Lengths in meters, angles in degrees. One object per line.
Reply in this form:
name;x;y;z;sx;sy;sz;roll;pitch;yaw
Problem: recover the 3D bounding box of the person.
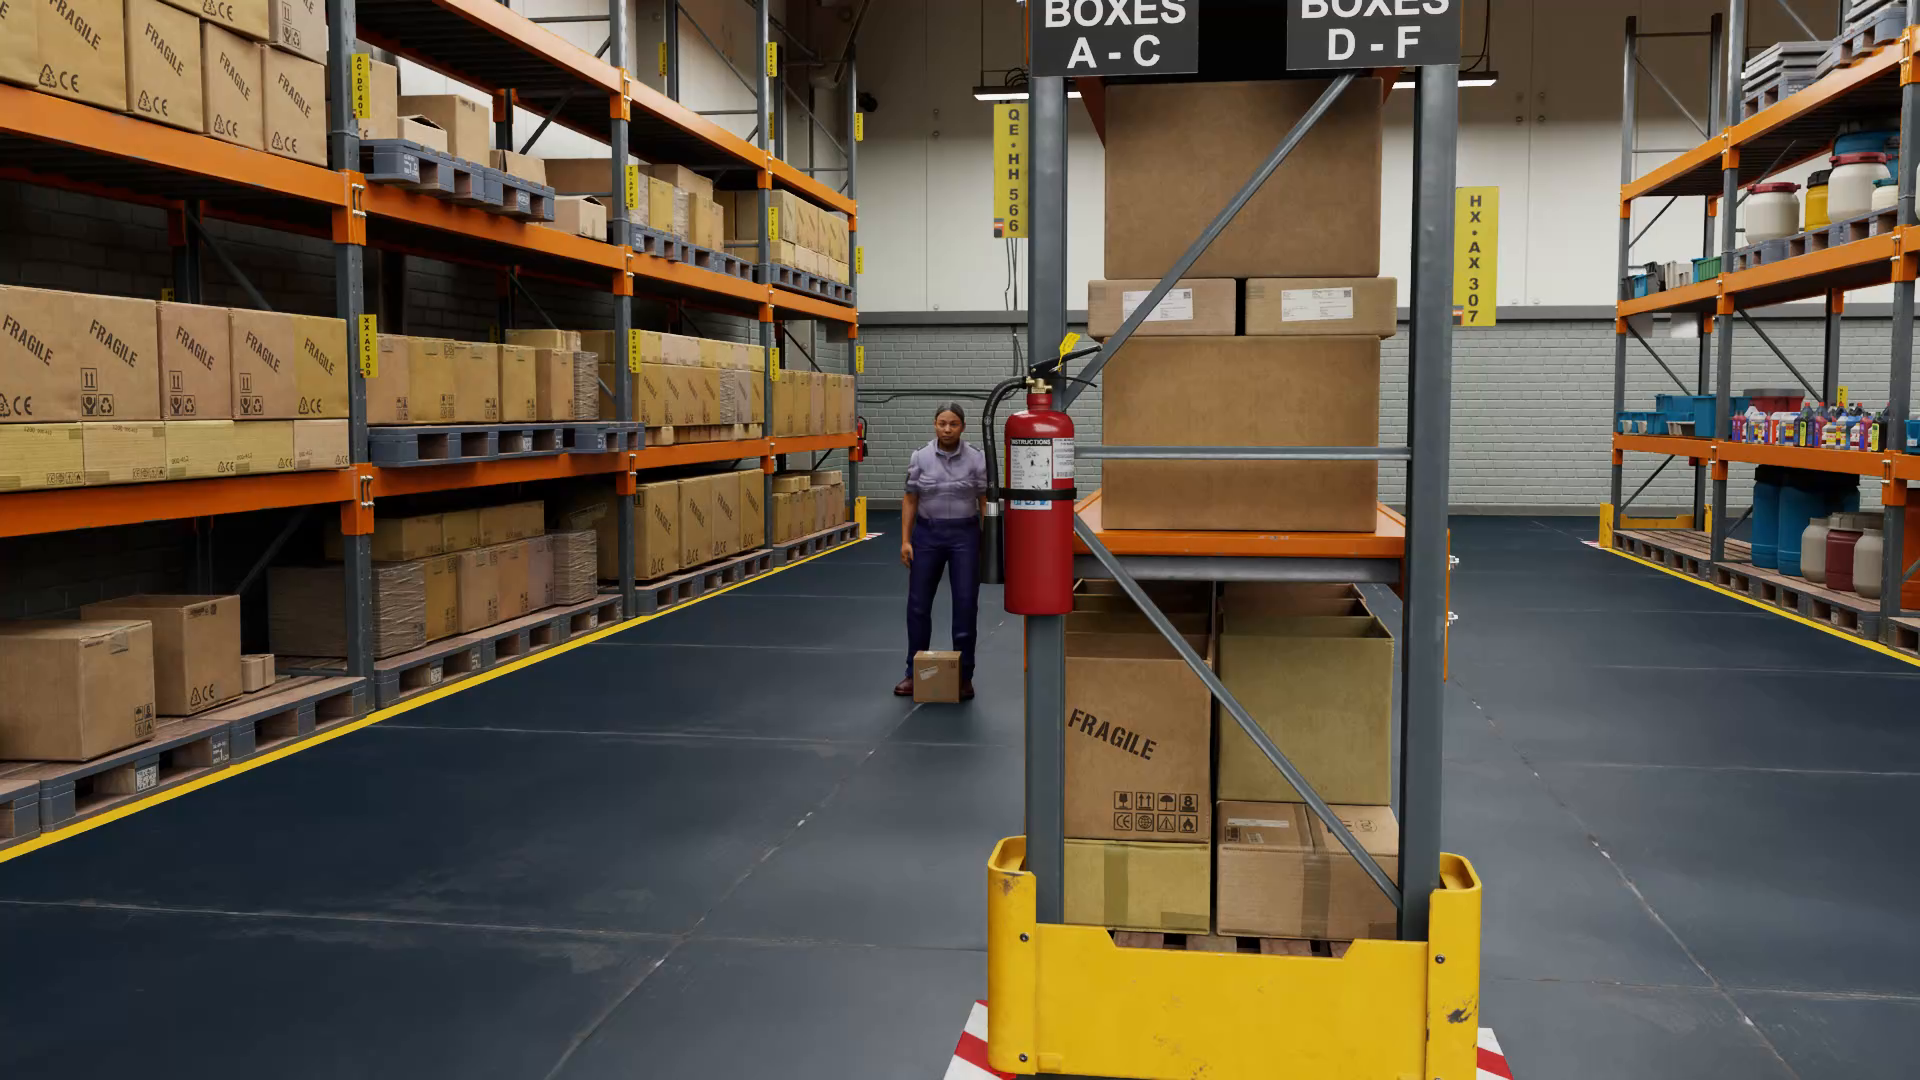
person;-0.086;0.044;9.391;0.563;1.653;0.418;0;5;6
